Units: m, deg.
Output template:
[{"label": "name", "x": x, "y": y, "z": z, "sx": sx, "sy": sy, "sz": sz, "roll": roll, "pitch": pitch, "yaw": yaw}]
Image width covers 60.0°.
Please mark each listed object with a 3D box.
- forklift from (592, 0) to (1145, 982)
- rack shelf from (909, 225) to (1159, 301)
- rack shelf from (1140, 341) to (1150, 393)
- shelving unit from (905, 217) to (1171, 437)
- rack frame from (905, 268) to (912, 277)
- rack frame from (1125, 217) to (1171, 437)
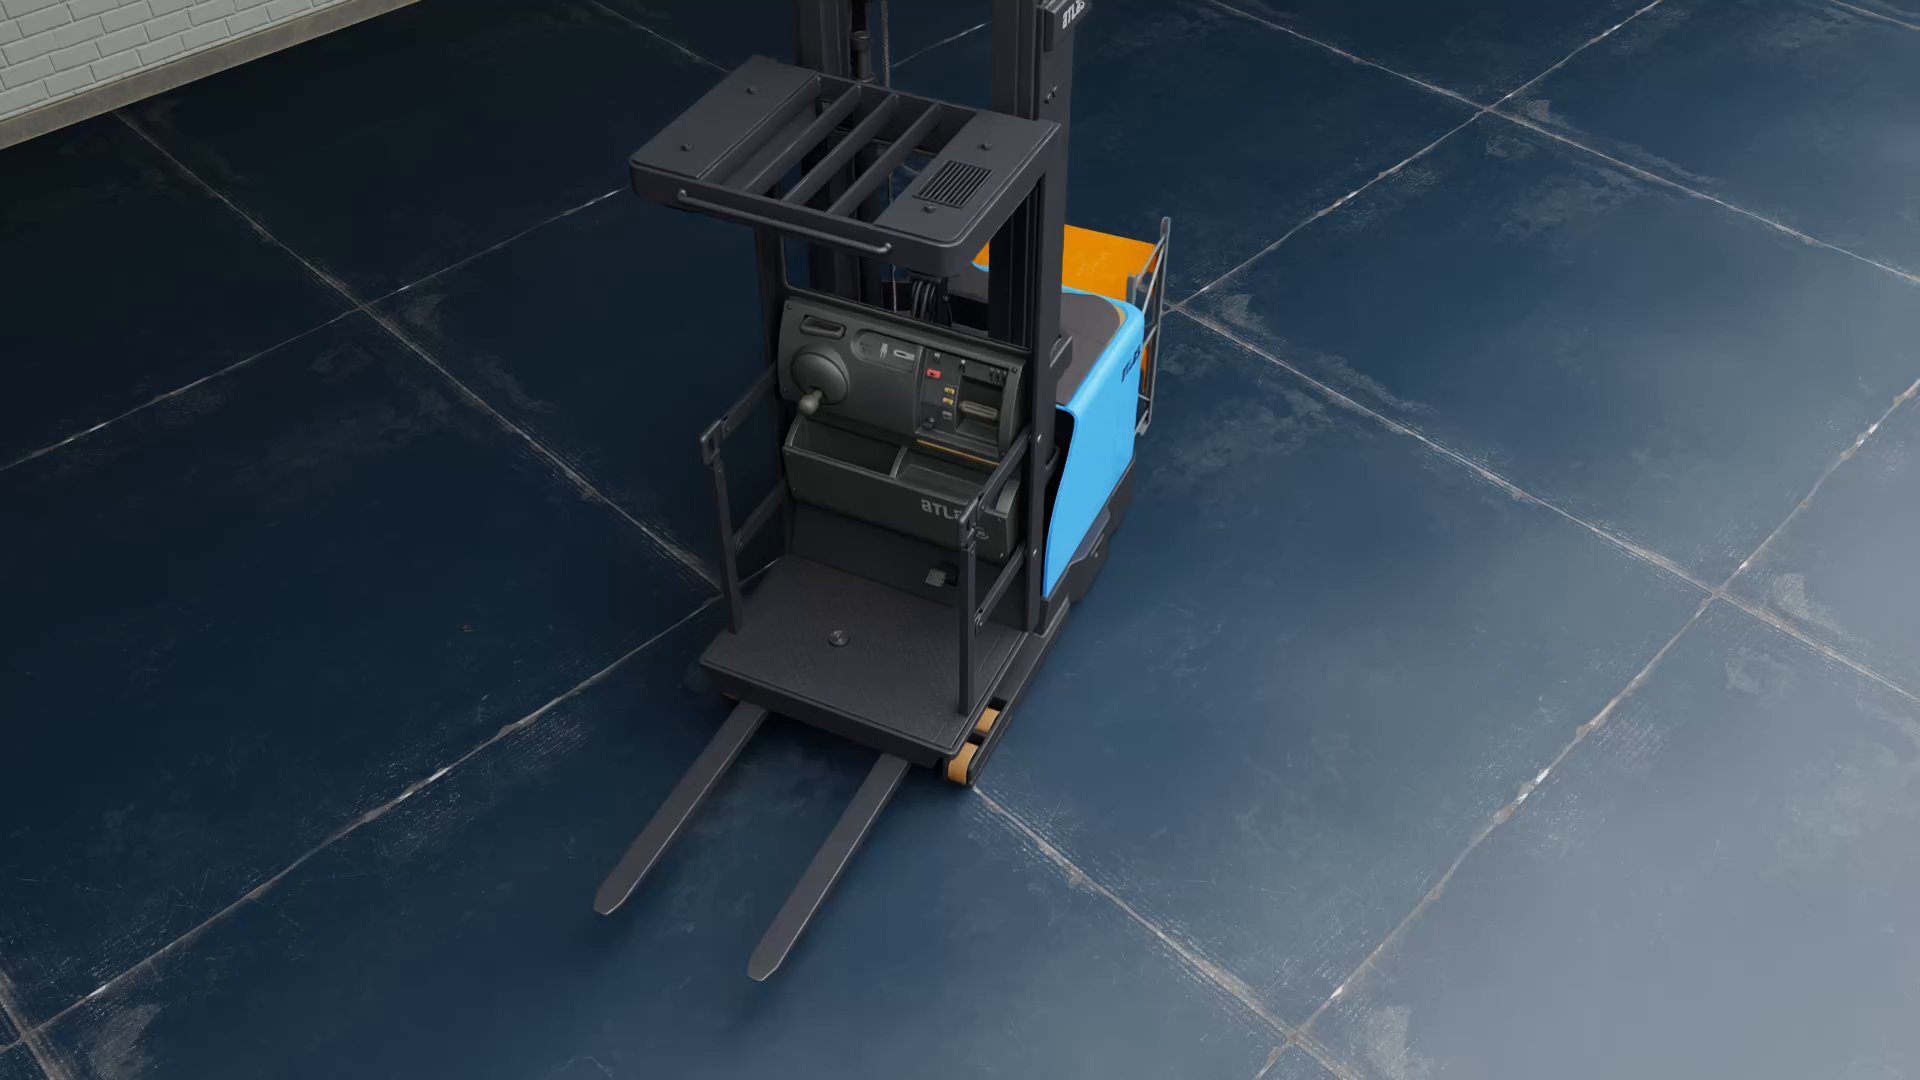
[{"label": "forklift", "x": -0.311, "y": -0.485, "z": 5.733, "sx": 1.130, "sy": 2.935, "sz": 3.031, "roll": 18, "pitch": 46, "yaw": 18}, {"label": "rack shelf", "x": 0.337, "y": -1.183, "z": 7.387, "sx": 1.000, "sy": 0.278, "sz": 0.538, "roll": 16, "pitch": 45, "yaw": 17}, {"label": "rack shelf", "x": 0.337, "y": -0.788, "z": 7.752, "sx": 1.000, "sy": 0.278, "sz": 0.538, "roll": 16, "pitch": 45, "yaw": 17}, {"label": "shelving unit", "x": 0.337, "y": -0.968, "z": 7.586, "sx": 1.048, "sy": 1.125, "sz": 0.538, "roll": 16, "pitch": 45, "yaw": 17}, {"label": "rack frame", "x": -0.131, "y": -1.103, "z": 7.732, "sx": 0.032, "sy": 1.125, "sz": 0.500, "roll": 16, "pitch": 45, "yaw": 17}, {"label": "rack frame", "x": 0.805, "y": -0.833, "z": 7.440, "sx": 0.032, "sy": 1.125, "sz": 0.500, "roll": 16, "pitch": 45, "yaw": 17}]
